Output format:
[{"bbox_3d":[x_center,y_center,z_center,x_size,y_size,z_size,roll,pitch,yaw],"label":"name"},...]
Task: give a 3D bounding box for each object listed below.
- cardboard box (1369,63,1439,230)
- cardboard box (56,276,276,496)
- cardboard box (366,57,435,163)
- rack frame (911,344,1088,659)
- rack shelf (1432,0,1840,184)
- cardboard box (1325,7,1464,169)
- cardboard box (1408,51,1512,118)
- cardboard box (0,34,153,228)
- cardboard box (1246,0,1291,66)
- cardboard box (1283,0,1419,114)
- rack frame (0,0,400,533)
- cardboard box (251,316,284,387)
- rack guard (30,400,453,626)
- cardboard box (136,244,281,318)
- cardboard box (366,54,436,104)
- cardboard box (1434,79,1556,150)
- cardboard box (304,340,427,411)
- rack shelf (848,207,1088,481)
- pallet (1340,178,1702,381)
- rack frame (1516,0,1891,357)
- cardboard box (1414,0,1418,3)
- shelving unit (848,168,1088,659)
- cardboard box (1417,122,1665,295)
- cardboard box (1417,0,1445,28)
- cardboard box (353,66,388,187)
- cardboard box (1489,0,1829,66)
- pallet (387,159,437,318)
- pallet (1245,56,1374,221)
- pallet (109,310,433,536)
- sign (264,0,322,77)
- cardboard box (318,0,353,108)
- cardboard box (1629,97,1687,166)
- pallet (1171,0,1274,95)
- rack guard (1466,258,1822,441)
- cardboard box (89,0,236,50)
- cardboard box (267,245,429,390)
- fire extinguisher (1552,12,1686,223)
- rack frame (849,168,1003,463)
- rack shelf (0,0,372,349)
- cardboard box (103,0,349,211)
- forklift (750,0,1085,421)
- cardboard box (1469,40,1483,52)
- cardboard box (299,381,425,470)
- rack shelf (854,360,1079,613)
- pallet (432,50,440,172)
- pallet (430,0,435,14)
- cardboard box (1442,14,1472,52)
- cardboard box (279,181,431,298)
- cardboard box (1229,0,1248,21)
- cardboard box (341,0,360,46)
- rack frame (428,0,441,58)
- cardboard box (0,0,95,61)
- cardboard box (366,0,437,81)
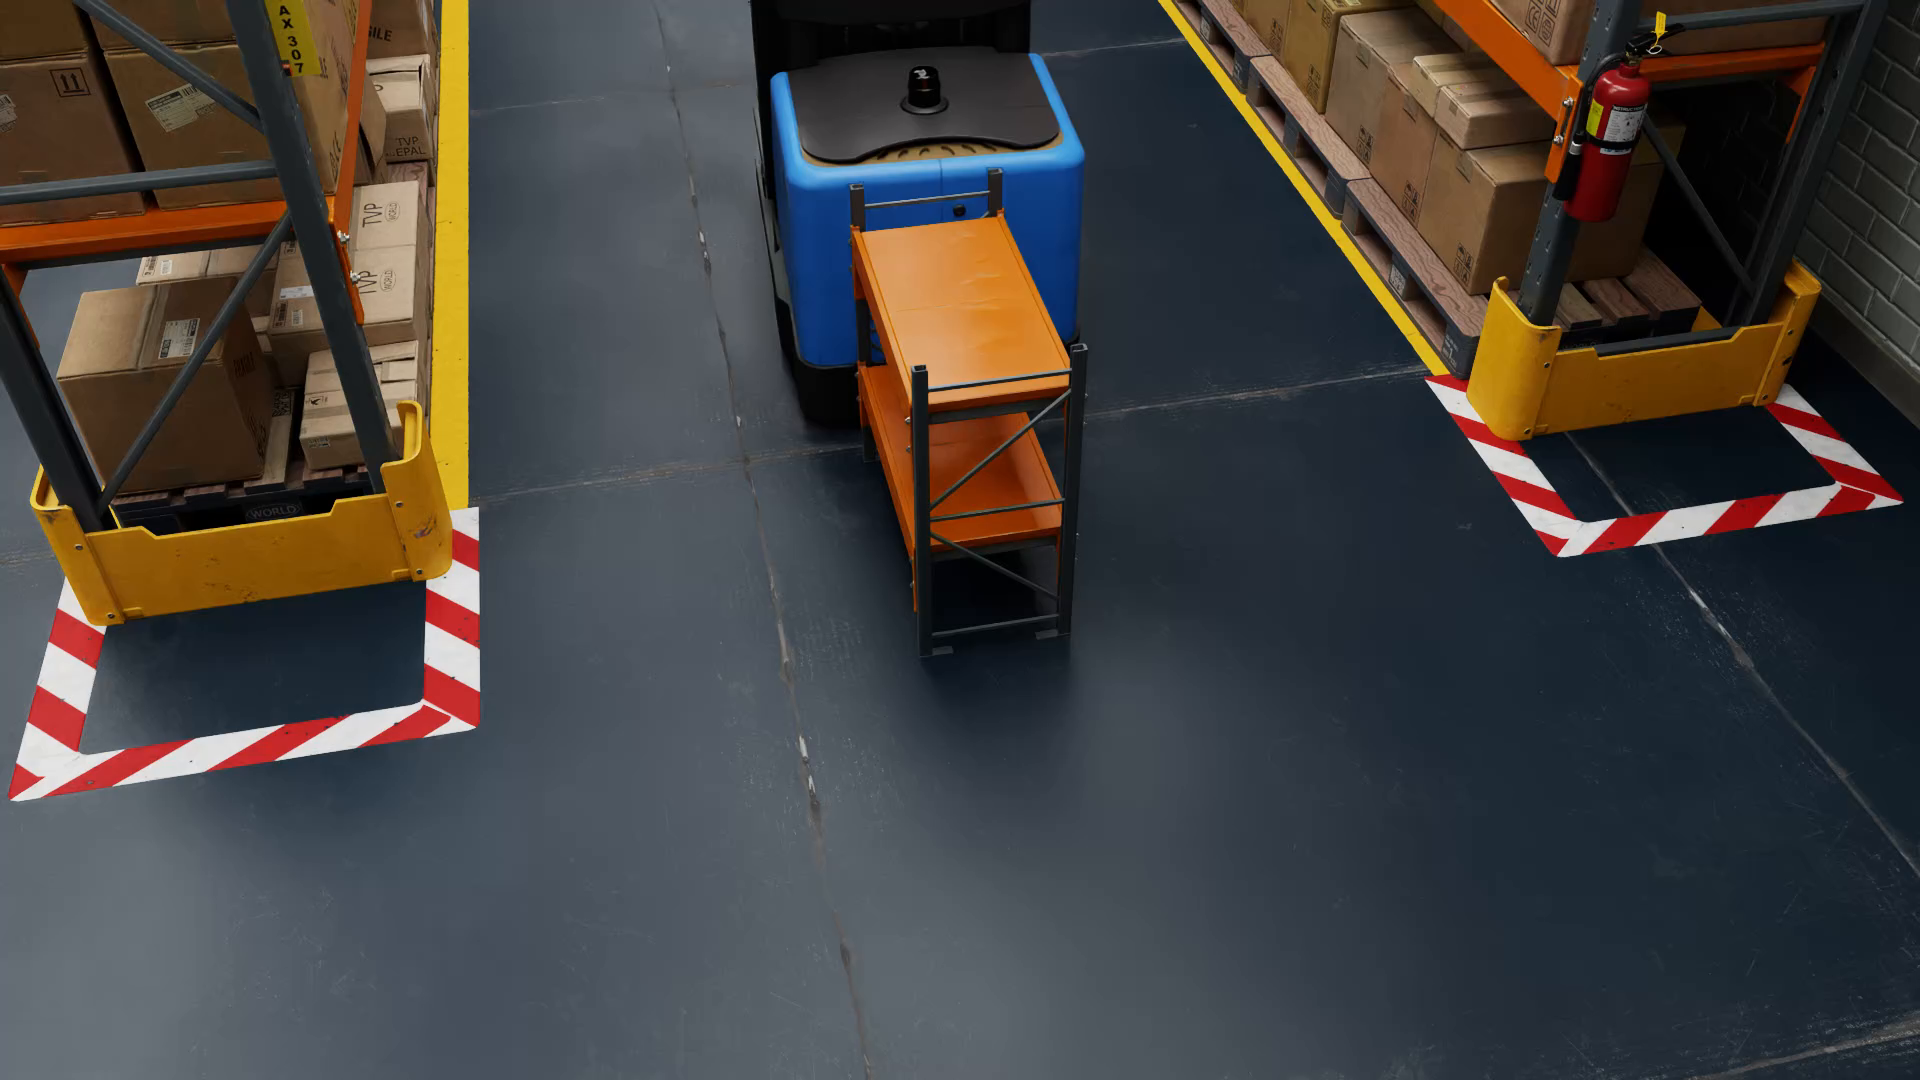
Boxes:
[{"bbox_3d":[2.171,-1.676,6.945,0.700,0.500,0.500,-8,42,-9],"label":"cardboard box"},{"bbox_3d":[-2.666,-0.524,5.633,0.500,0.500,0.500,-8,42,-9],"label":"cardboard box"},{"bbox_3d":[-2.609,-1.915,7.341,0.500,0.311,0.500,-8,42,-9],"label":"cardboard box"},{"bbox_3d":[0.111,-0.087,5.000,0.500,1.125,0.032,-8,42,-9],"label":"rack frame"},{"bbox_3d":[2.096,-2.717,7.093,1.077,0.370,4.000,-8,42,-9],"label":"rack shelf"},{"bbox_3d":[2.062,-2.002,7.312,0.700,0.500,0.500,-10,42,-11],"label":"cardboard box"},{"bbox_3d":[2.018,-1.817,6.615,0.380,0.149,0.250,-7,42,-8],"label":"cardboard box"},{"bbox_3d":[-2.670,-1.266,4.842,0.500,0.500,0.500,-7,42,-8],"label":"cardboard box"},{"bbox_3d":[1.831,-2.679,8.075,0.700,0.500,0.500,-9,42,-10],"label":"cardboard box"},{"bbox_3d":[1.940,-2.346,7.700,0.700,0.500,0.500,-7,42,-8],"label":"cardboard box"},{"bbox_3d":[-2.308,-0.978,4.592,1.000,3.000,0.127,-8,42,-9],"label":"rack frame"},{"bbox_3d":[-2.665,-0.675,6.054,0.380,0.166,0.250,-8,42,-9],"label":"cardboard box"},{"bbox_3d":[-2.324,-0.092,5.477,1.175,0.500,0.348,-8,42,-9],"label":"rack guard"},{"bbox_3d":[-2.842,-1.051,6.414,0.500,0.250,0.500,-8,42,-9],"label":"cardboard box"},{"bbox_3d":[-2.632,-2.106,7.679,0.380,0.149,0.250,-8,42,-9],"label":"cardboard box"},{"bbox_3d":[2.074,-1.651,6.429,0.380,0.149,0.250,-9,42,-10],"label":"cardboard box"},{"bbox_3d":[-2.117,-0.565,5.930,0.380,0.166,0.250,-8,42,-9],"label":"cardboard box"},{"bbox_3d":[0.001,-0.635,5.177,0.538,0.278,1.000,-8,42,-9],"label":"rack shelf"},{"bbox_3d":[2.279,-1.154,6.891,1.003,0.211,1.213,-8,42,-9],"label":"pallet"},{"bbox_3d":[2.528,-1.690,5.394,1.000,3.000,0.127,-8,42,-9],"label":"rack frame"},{"bbox_3d":[2.172,-2.527,7.416,0.380,0.149,0.250,-9,42,-10],"label":"cardboard box"},{"bbox_3d":[0.001,-0.416,5.372,0.538,1.125,1.048,-8,42,-9],"label":"shelving unit"},{"bbox_3d":[2.279,-1.351,6.580,0.700,0.500,0.500,-8,42,-9],"label":"cardboard box"},{"bbox_3d":[2.226,-2.363,7.231,0.380,0.149,0.250,-8,42,-9],"label":"cardboard box"},{"bbox_3d":[-2.761,-1.584,6.824,0.797,0.503,0.637,-8,42,-9],"label":"cardboard box"},{"bbox_3d":[2.408,-2.131,5.665,0.980,0.700,0.700,-7,42,-7],"label":"cardboard box"},{"bbox_3d":[-2.757,-1.290,7.044,1.003,0.211,1.213,-8,42,-9],"label":"pallet"},{"bbox_3d":[2.019,-1.943,7.780,1.003,0.211,1.213,-8,42,-9],"label":"pallet"},{"bbox_3d":[-2.497,-0.501,6.155,1.003,0.211,1.213,-8,42,-9],"label":"pallet"},{"bbox_3d":[-1.778,-1.379,4.392,0.100,0.325,0.005,-8,42,-9],"label":"sign"},{"bbox_3d":[-2.263,-1.674,5.301,0.500,0.500,0.500,-9,42,-10],"label":"cardboard box"},{"bbox_3d":[2.502,-1.542,6.305,0.380,0.149,0.250,-8,42,-9],"label":"cardboard box"},{"bbox_3d":[1.753,-2.736,8.673,1.003,0.211,1.213,-8,42,-9],"label":"pallet"},{"bbox_3d":[2.533,-0.739,6.206,1.175,0.500,0.348,-8,42,-9],"label":"rack guard"},{"bbox_3d":[-2.146,-1.714,4.593,0.500,0.500,0.500,-7,42,-8],"label":"cardboard box"},{"bbox_3d":[-2.256,-0.831,6.167,0.500,0.250,0.500,-8,42,-9],"label":"cardboard box"},{"bbox_3d":[2.110,-1.358,5.359,0.296,0.674,0.183,-8,42,-9],"label":"fire extinguisher"},{"bbox_3d":[-0.108,-0.746,5.743,0.500,1.125,0.032,-8,42,-9],"label":"rack frame"},{"bbox_3d":[-2.740,-2.005,6.291,1.077,0.370,4.000,-8,42,-9],"label":"rack shelf"},{"bbox_3d":[-2.146,-1.340,4.925,0.500,0.500,0.500,-8,42,-8],"label":"cardboard box"},{"bbox_3d":[-0.308,-2.518,6.379,1.130,2.935,3.031,-6,42,-7],"label":"forklift"},{"bbox_3d":[2.338,-2.032,6.858,0.380,0.149,0.250,-8,42,-9],"label":"cardboard box"},{"bbox_3d":[-2.063,-0.397,5.753,0.380,0.149,0.250,-8,42,-9],"label":"cardboard box"},{"bbox_3d":[0.001,-0.233,5.534,0.538,0.278,1.000,-8,42,-9],"label":"rack shelf"},{"bbox_3d":[-3.024,-2.082,7.937,1.003,0.211,1.213,-8,42,-9],"label":"pallet"},{"bbox_3d":[-3.384,-3.049,9.026,1.003,0.211,1.213,-8,42,-9],"label":"pallet"},{"bbox_3d":[2.282,-2.197,7.044,0.380,0.149,0.250,-8,42,-9],"label":"cardboard box"},{"bbox_3d":[-2.364,-1.155,6.532,0.500,0.250,0.500,-8,42,-9],"label":"cardboard box"},{"bbox_3d":[1.726,-3.005,8.443,0.700,0.500,0.500,-8,42,-9],"label":"cardboard box"},{"bbox_3d":[-2.368,-2.000,5.668,0.500,0.500,0.500,-8,42,-9],"label":"cardboard box"},{"bbox_3d":[-3.171,-3.570,7.513,1.000,3.000,0.127,-8,42,-9],"label":"rack frame"},{"bbox_3d":[-2.672,-1.638,4.507,0.500,0.500,0.500,-9,42,-10],"label":"cardboard box"},{"bbox_3d":[-2.771,-2.471,7.826,0.500,0.500,0.500,-8,42,-9],"label":"cardboard box"}]
